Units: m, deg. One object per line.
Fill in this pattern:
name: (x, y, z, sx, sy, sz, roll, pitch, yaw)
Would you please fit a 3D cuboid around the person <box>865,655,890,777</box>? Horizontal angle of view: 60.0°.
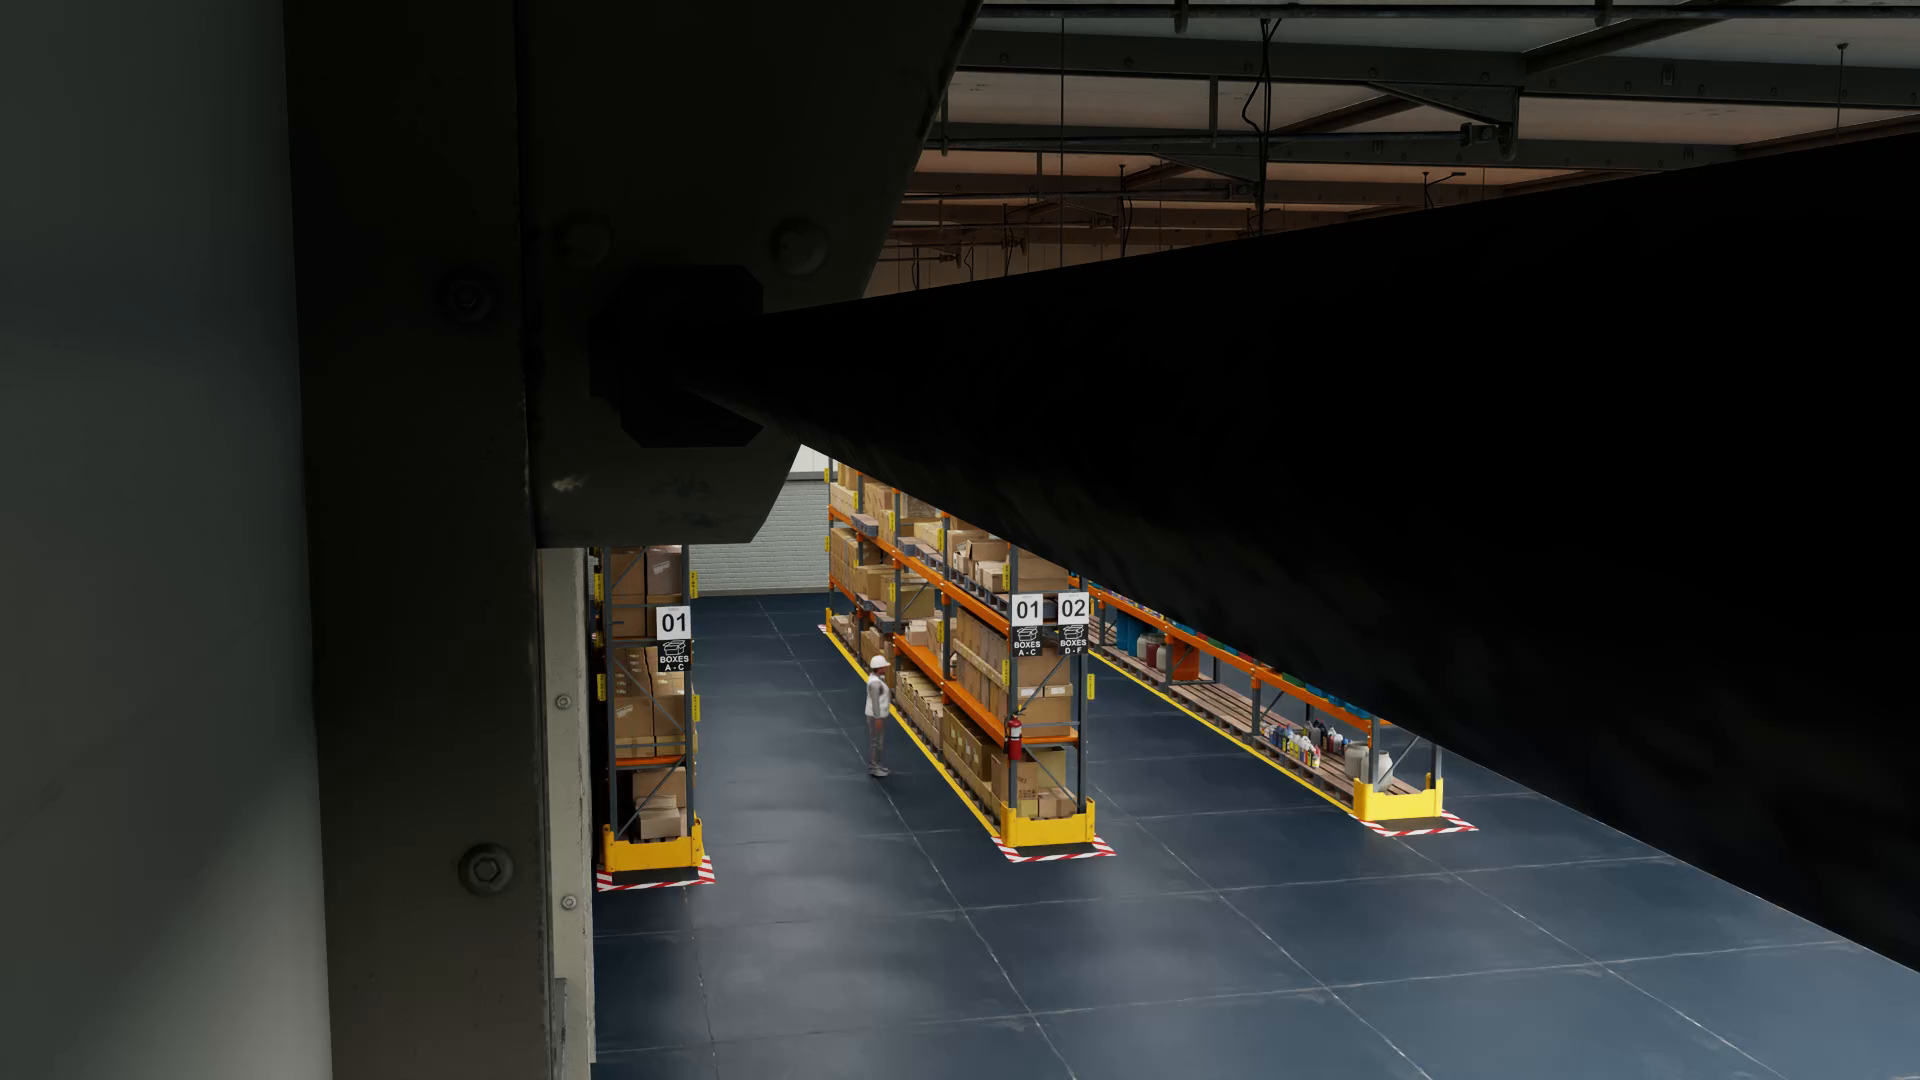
person: (-1.202, 2.563, 24.329, 0.378, 1.782, 0.564, 0, 7, 0)
